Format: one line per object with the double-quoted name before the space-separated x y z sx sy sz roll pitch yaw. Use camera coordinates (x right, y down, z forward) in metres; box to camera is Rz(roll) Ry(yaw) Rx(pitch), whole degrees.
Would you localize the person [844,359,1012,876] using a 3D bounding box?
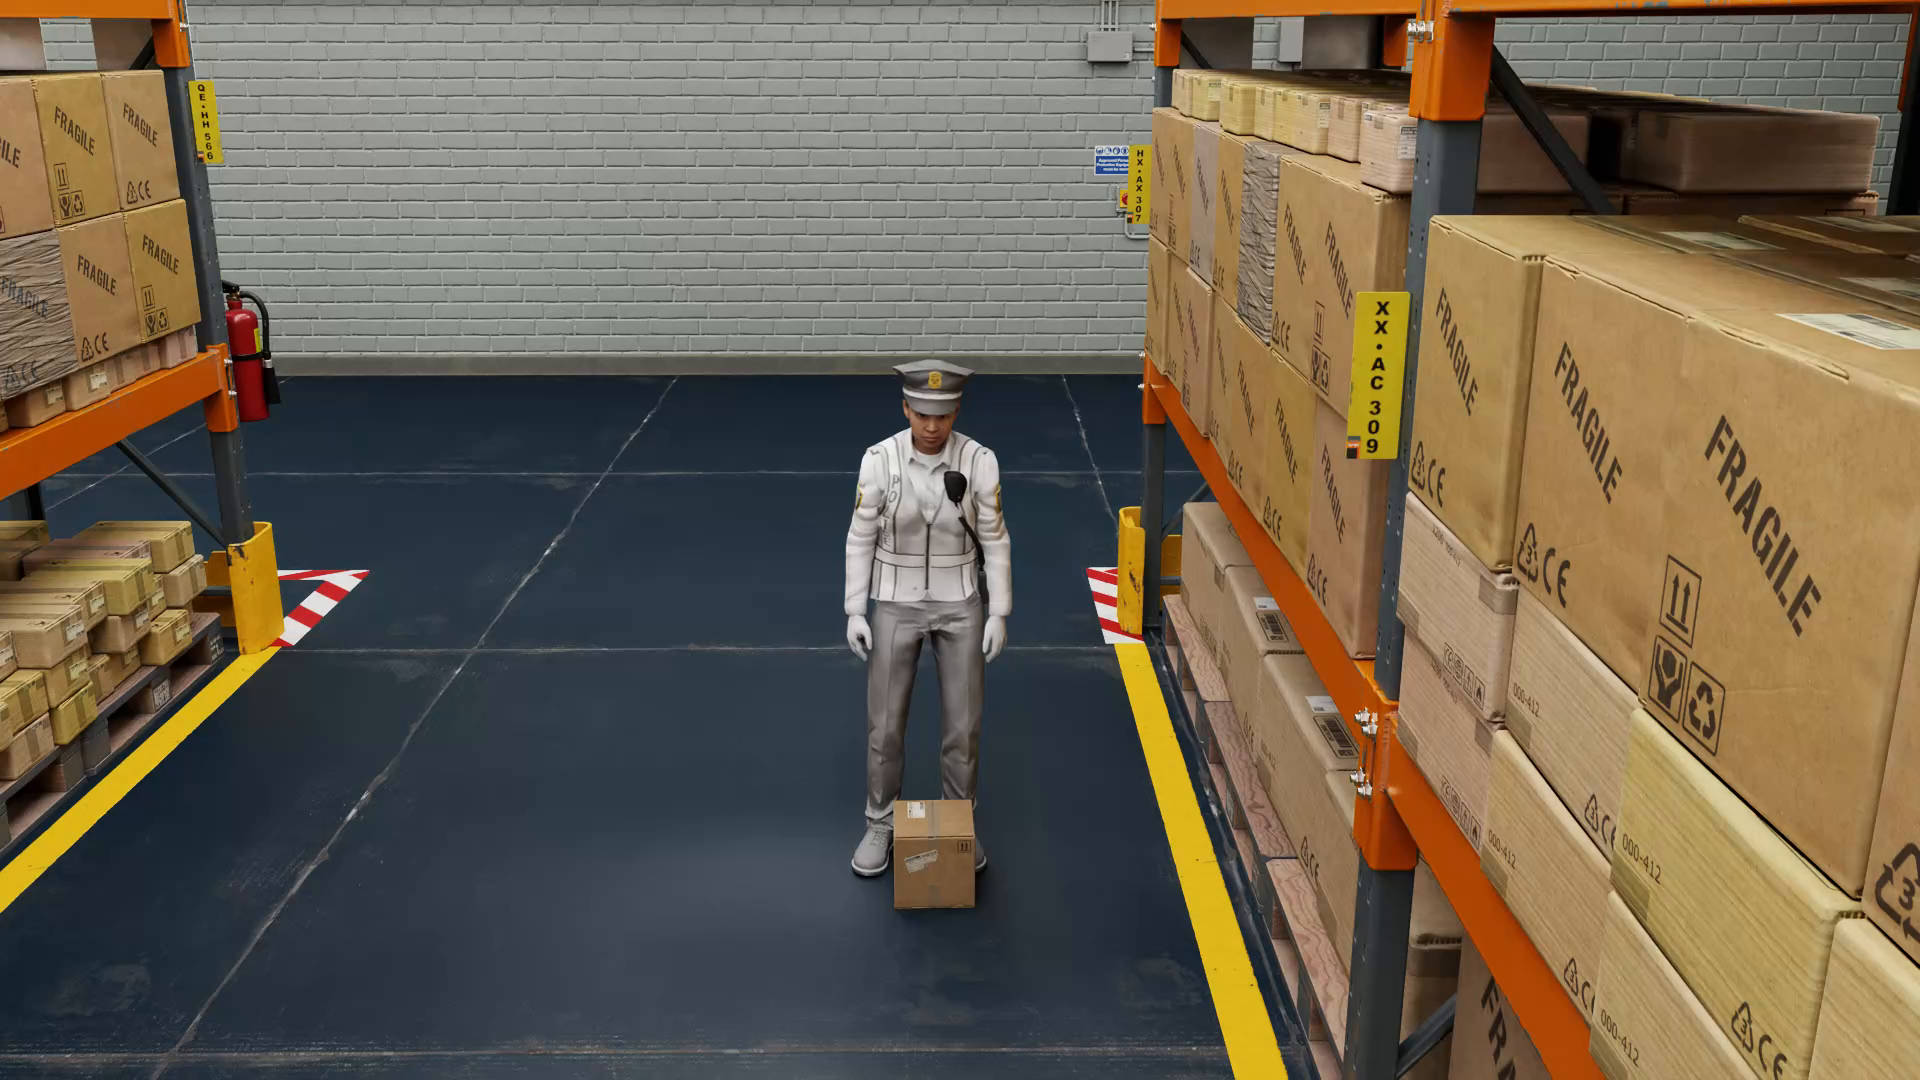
"person" -0.100 0.242 5.260 0.529 1.663 0.374 0 17 -1
